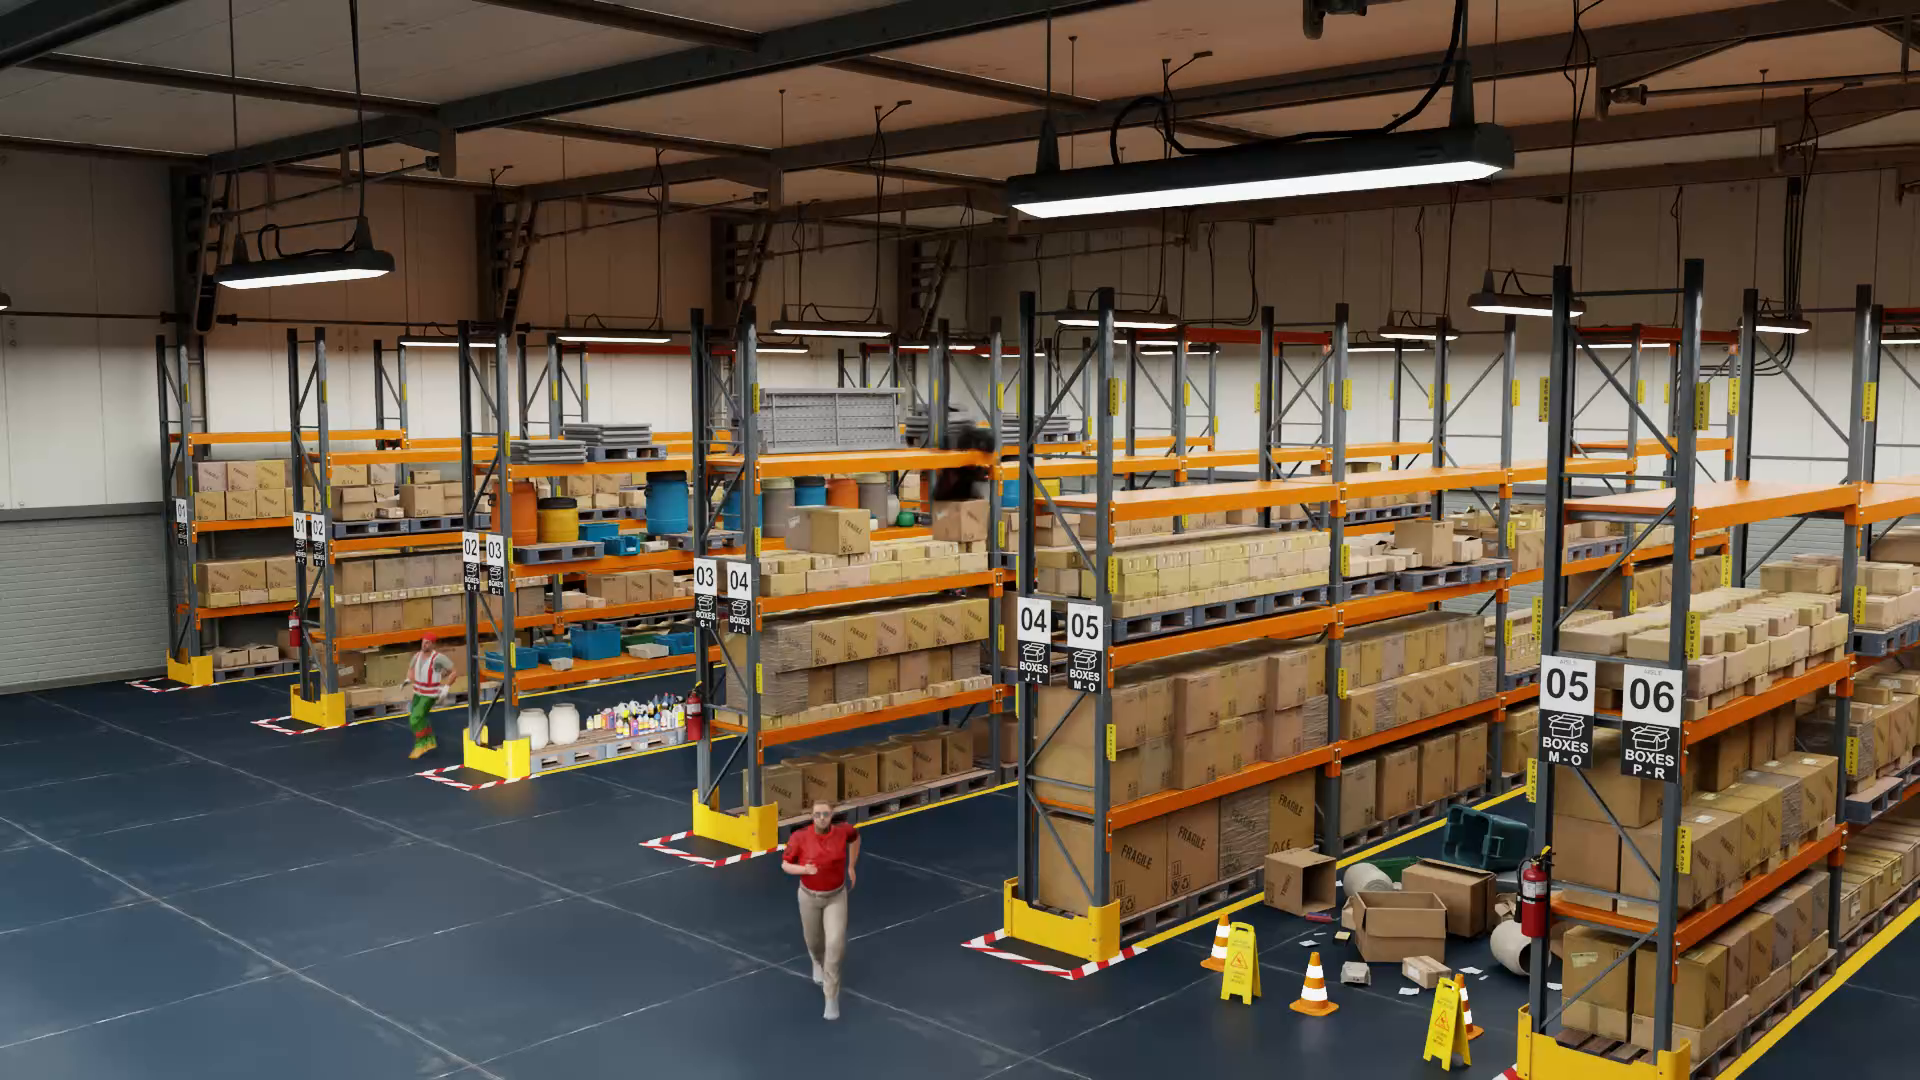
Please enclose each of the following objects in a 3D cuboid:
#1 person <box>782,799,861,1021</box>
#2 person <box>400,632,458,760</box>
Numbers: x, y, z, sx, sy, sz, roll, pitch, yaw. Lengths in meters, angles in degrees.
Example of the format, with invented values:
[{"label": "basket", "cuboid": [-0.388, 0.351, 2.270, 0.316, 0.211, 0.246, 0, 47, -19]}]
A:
[{"label": "person", "cuboid": [-1.151, 3.026, 13.895, 0.657, 1.804, 0.919, 0, 5, -4]}, {"label": "person", "cuboid": [-7.351, 2.145, 22.931, 0.719, 1.781, 0.675, 3, 6, 30]}]
